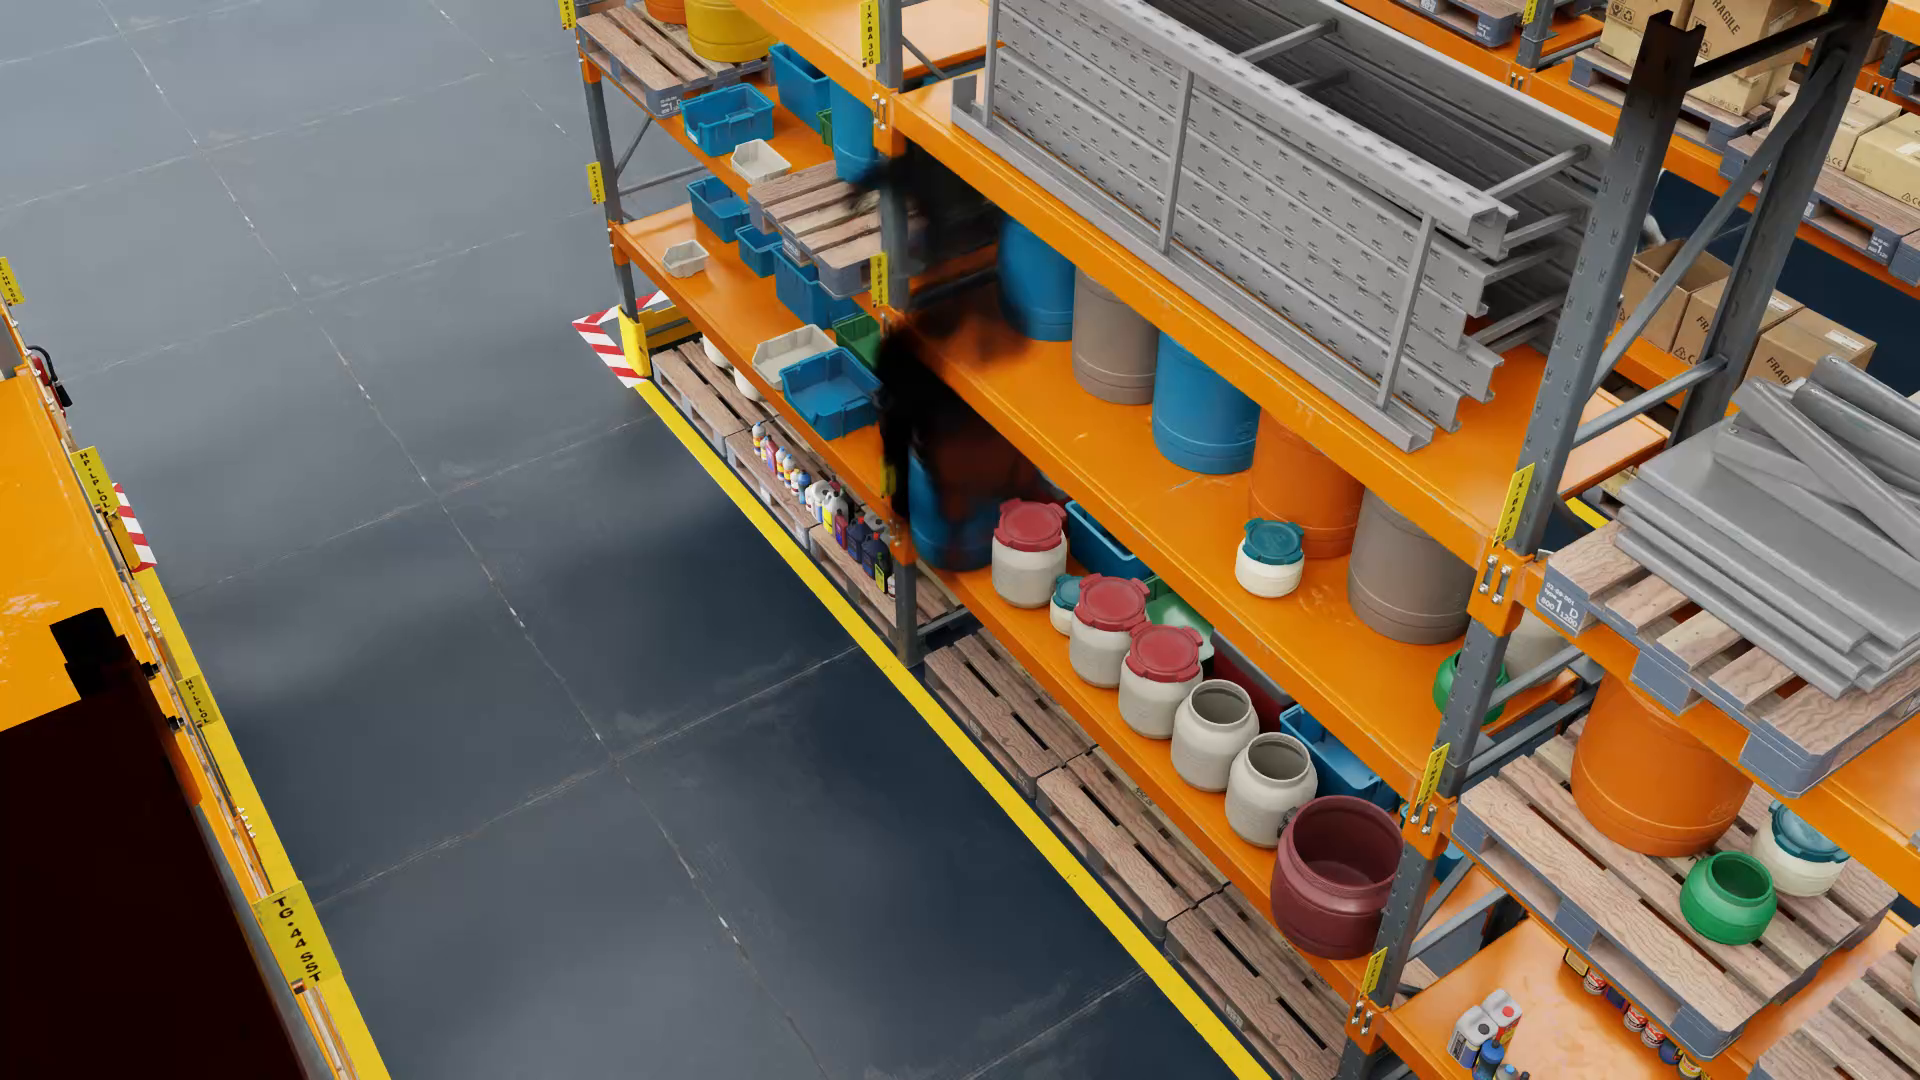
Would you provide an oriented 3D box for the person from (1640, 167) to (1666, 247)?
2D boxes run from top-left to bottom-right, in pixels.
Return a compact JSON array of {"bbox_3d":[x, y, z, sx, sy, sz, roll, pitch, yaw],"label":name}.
[{"bbox_3d":[5.672,-3.041,13.812,0.908,1.689,0.591,25,48,25],"label":"person"}]
